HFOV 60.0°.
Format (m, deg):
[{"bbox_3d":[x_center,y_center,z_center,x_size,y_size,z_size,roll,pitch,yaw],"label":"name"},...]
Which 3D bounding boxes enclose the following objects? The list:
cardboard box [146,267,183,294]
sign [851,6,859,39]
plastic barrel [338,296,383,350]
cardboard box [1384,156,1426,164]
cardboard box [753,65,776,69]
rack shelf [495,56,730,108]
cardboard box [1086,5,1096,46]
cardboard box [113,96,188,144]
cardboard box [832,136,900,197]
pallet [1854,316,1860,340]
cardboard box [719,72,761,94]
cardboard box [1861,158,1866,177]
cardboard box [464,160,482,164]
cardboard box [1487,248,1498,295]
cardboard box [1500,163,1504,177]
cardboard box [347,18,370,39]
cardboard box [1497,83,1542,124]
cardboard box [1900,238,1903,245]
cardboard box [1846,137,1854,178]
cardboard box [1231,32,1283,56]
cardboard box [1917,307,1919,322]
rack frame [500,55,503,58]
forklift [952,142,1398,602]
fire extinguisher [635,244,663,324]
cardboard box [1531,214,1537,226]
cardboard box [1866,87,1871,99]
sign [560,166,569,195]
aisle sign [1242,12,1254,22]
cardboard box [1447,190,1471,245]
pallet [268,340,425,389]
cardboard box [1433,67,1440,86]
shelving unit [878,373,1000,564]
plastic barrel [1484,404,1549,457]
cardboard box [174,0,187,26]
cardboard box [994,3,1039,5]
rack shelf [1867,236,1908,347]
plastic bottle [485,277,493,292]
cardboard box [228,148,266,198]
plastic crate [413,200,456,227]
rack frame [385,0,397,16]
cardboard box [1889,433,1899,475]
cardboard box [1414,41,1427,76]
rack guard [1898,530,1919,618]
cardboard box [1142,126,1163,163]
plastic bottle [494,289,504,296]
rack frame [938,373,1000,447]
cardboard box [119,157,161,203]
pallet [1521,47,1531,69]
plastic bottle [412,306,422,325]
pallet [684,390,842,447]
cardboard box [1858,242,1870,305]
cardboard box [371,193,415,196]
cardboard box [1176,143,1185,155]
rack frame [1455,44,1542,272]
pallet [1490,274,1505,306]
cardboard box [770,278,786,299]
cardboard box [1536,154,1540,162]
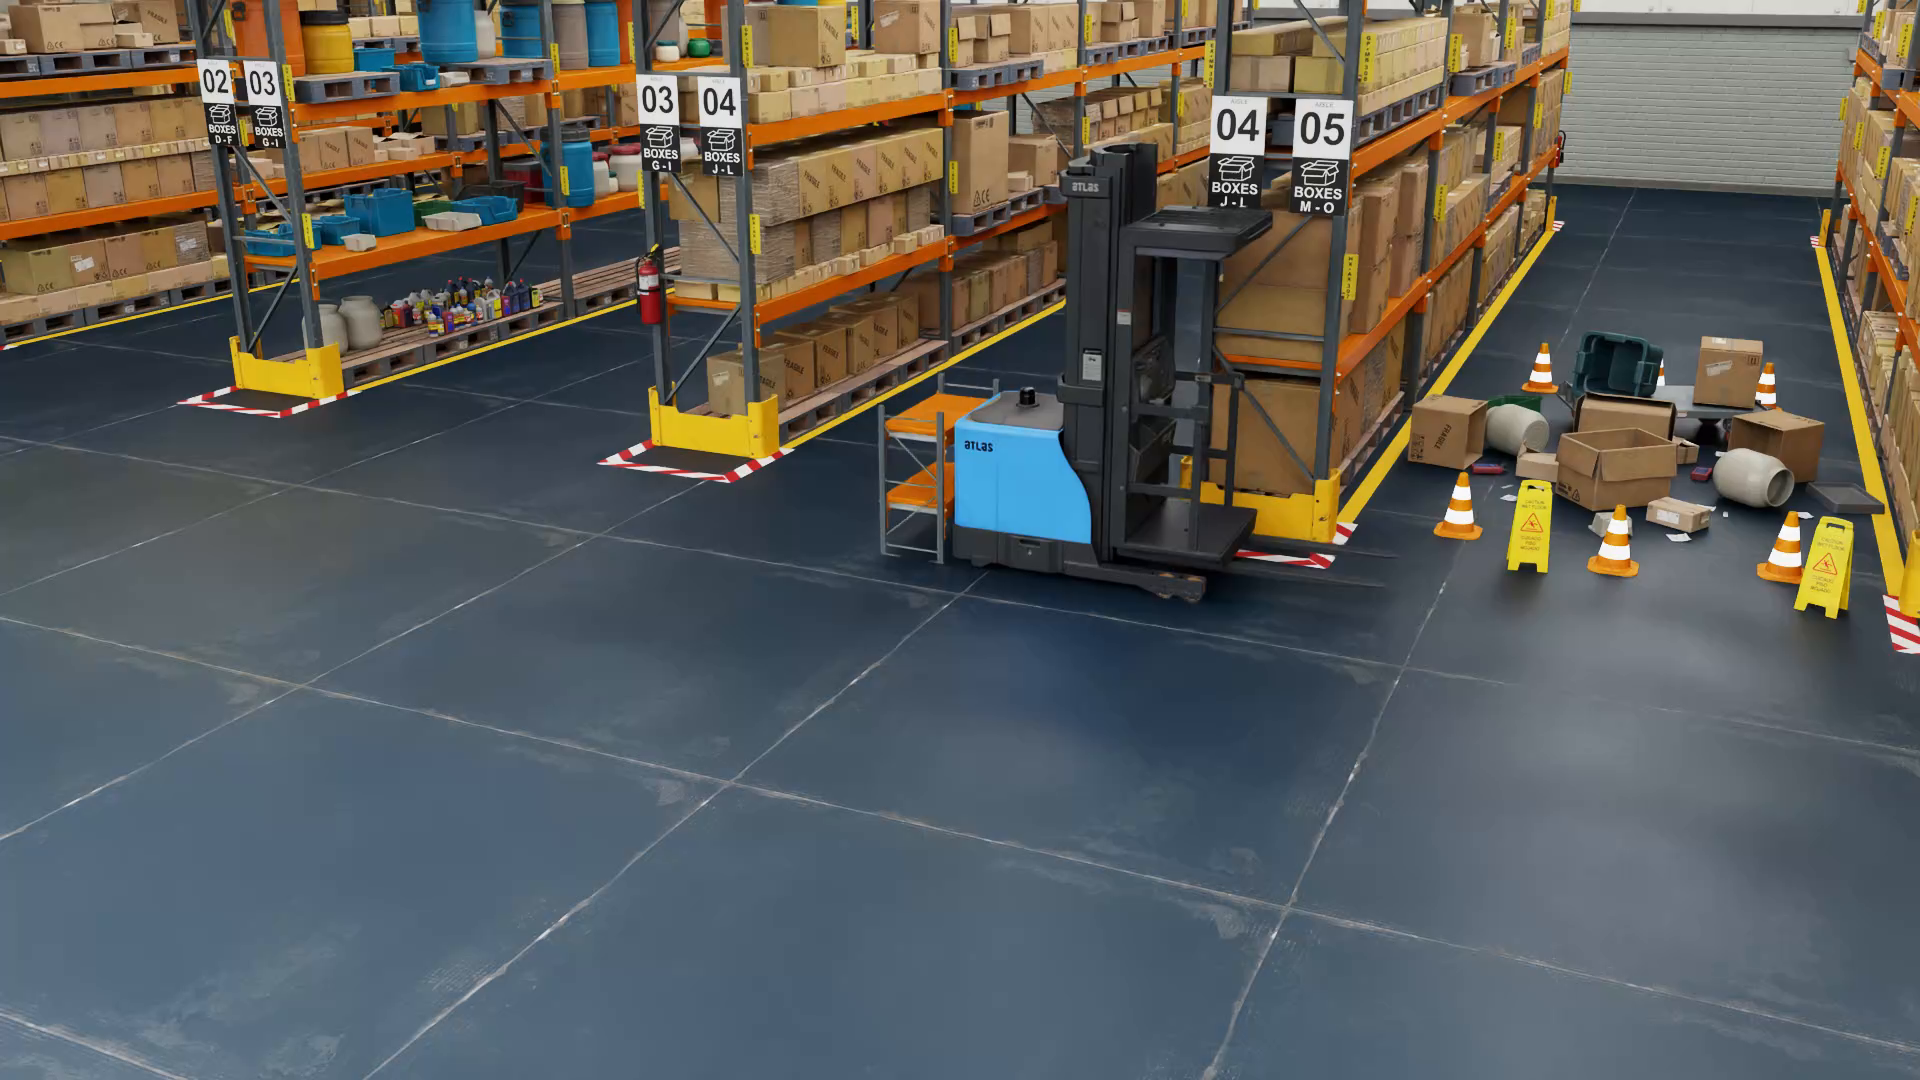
[{"bbox_3d":[-10.002,-3.227,20.544,0.500,0.250,0.500,9,21,23],"label":"cardboard box"},{"bbox_3d":[-1.079,-5.360,17.229,0.100,0.325,0.005,9,21,23],"label":"sign"},{"bbox_3d":[-6.322,-2.290,17.518,0.421,0.512,0.421,0,20,0],"label":"plastic barrel"},{"bbox_3d":[3.730,-3.203,15.162,0.875,0.550,0.550,9,21,23],"label":"cardboard box"},{"bbox_3d":[-1.858,-4.179,14.895,0.380,0.149,0.250,9,21,23],"label":"cardboard box"},{"bbox_3d":[-4.270,-5.808,20.921,1.077,0.370,4.000,9,21,23],"label":"rack shelf"},{"bbox_3d":[1.251,-6.522,21.073,0.797,0.503,0.637,10,22,26],"label":"cardboard box"},{"bbox_3d":[-9.989,-5.170,20.445,0.700,0.500,0.500,8,21,23],"label":"cardboard box"},{"bbox_3d":[-0.913,-3.620,16.086,0.500,0.500,0.500,9,21,23],"label":"cardboard box"},{"bbox_3d":[10.500,-2.223,18.403,1.003,0.211,1.213,9,21,23],"label":"pallet"},{"bbox_3d":[-1.885,-3.803,13.838,0.380,0.149,0.250,8,21,22],"label":"cardboard box"},{"bbox_3d":[11.121,-4.434,19.939,0.500,0.250,0.500,9,21,24],"label":"cardboard box"},{"bbox_3d":[-9.819,-7.636,32.566,0.700,0.500,0.500,8,21,21],"label":"cardboard box"},{"bbox_3d":[6.276,-3.310,20.402,0.500,0.500,0.500,9,21,23],"label":"cardboard box"},{"bbox_3d":[6.567,-4.628,20.753,0.380,0.149,0.250,8,21,21],"label":"cardboard box"},{"bbox_3d":[-8.546,-7.084,23.032,0.500,0.250,0.500,8,21,22],"label":"cardboard box"},{"bbox_3d":[7.596,-5.940,22.608,0.500,0.500,0.500,9,22,24],"label":"cardboard box"},{"bbox_3d":[9.099,-2.824,15.681,0.380,0.149,0.250,9,22,24],"label":"cardboard box"},{"bbox_3d":[12.101,-5.066,22.089,0.500,0.500,0.500,8,21,22],"label":"cardboard box"},{"bbox_3d":[2.103,-3.574,11.973,0.380,0.149,0.250,9,21,23],"label":"cardboard box"},{"bbox_3d":[7.634,-1.866,12.645,0.500,0.500,0.500,8,21,22],"label":"cardboard box"},{"bbox_3d":[-9.214,-9.150,33.721,1.000,3.000,0.127,9,21,23],"label":"rack frame"},{"bbox_3d":[1.512,-1.162,11.363,3.031,2.935,1.130,8,21,21],"label":"forklift"},{"bbox_3d":[-2.676,-2.212,14.327,0.296,0.674,0.183,9,21,23],"label":"fire extinguisher"},{"bbox_3d":[8.250,-4.711,24.423,0.380,0.149,0.250,9,21,23],"label":"cardboard box"},{"bbox_3d":[12.163,-5.872,21.895,0.380,0.149,0.250,8,21,22],"label":"cardboard box"},{"bbox_3d":[-4.592,-4.174,19.316,0.100,0.325,0.005,9,21,23],"label":"sign"},{"bbox_3d":[4.646,-8.317,27.498,0.394,0.787,0.004,9,21,23],"label":"aisle sign"},{"bbox_3d":[4.995,-3.364,17.303,0.500,0.500,0.500,9,21,24],"label":"cardboard box"},{"bbox_3d":[-6.402,-1.863,17.392,1.003,0.211,1.213,9,21,23],"label":"pallet"},{"bbox_3d":[3.952,-4.039,14.471,0.380,0.149,0.250,9,21,24],"label":"cardboard box"},{"bbox_3d":[-0.141,-0.553,12.344,0.538,1.125,1.048,8,21,22],"label":"shelving unit"},{"bbox_3d":[4.848,-0.960,14.537,0.421,0.421,0.512,-9,22,-24],"label":"plastic barrel"},{"bbox_3d":[-12.347,-8.525,26.682,0.700,0.500,0.500,7,21,18],"label":"cardboard box"},{"bbox_3d":[0.640,-6.253,20.203,0.500,0.500,0.500,9,21,23],"label":"cardboard box"},{"bbox_3d":[9.289,-2.355,15.689,1.077,0.370,4.000,9,21,23],"label":"rack shelf"},{"bbox_3d":[-5.620,-3.007,19.862,0.097,0.271,0.097,0,20,0],"label":"plastic bottle"},{"bbox_3d":[-12.069,-6.096,27.716,0.750,0.750,0.750,8,21,22],"label":"cardboard box"},{"bbox_3d":[-5.903,-3.646,18.561,0.450,0.188,0.662,9,21,23],"label":"plastic crate"},{"bbox_3d":[-7.969,-8.852,23.931,1.000,3.000,0.127,9,21,23],"label":"rack frame"},{"bbox_3d":[7.774,-0.677,13.373,0.500,0.250,0.500,10,22,26],"label":"cardboard box"},{"bbox_3d":[3.532,-3.966,13.672,0.500,0.250,0.500,8,21,22],"label":"cardboard box"},{"bbox_3d":[6.863,0.294,10.895,1.175,0.500,0.348,9,21,23],"label":"rack guard"},{"bbox_3d":[2.554,-5.605,23.602,0.500,0.500,0.500,9,22,24],"label":"cardboard box"},{"bbox_3d":[-5.314,-2.764,19.172,0.152,0.276,0.135,9,21,23],"label":"plastic bottle"},{"bbox_3d":[0.065,-0.708,12.782,0.500,1.125,0.032,8,21,22],"label":"rack frame"},{"bbox_3d":[-10.202,-4.399,20.212,0.700,0.500,0.500,9,21,24],"label":"cardboard box"},{"bbox_3d":[6.417,-6.010,20.695,1.213,0.211,1.003,9,21,23],"label":"pallet"},{"bbox_3d":[-6.069,-2.514,18.582,0.097,0.201,0.097,0,20,0],"label":"plastic bottle"},{"bbox_3d":[-1.813,-1.173,15.452,1.003,0.211,1.213,9,21,23],"label":"pallet"},{"bbox_3d":[11.203,-3.248,19.668,0.875,0.875,0.875,9,22,24],"label":"cardboard box"},{"bbox_3d":[-8.451,-5.073,24.896,0.500,0.311,0.500,9,22,25],"label":"cardboard box"},{"bbox_3d":[3.130,-5.815,24.717,0.380,0.149,0.250,9,21,23],"label":"cardboard box"},{"bbox_3d":[7.189,-5.177,22.549,1.000,3.000,0.127,9,21,23],"label":"rack frame"},{"bbox_3d":[6.373,-3.251,21.294,1.003,0.211,1.213,9,21,23],"label":"pallet"},{"bbox_3d":[-1.755,-2.230,14.637,0.380,0.149,0.250,9,21,23],"label":"cardboard box"},{"bbox_3d":[8.098,-5.509,23.859,0.380,0.149,0.250,10,22,25],"label":"cardboard box"}]
